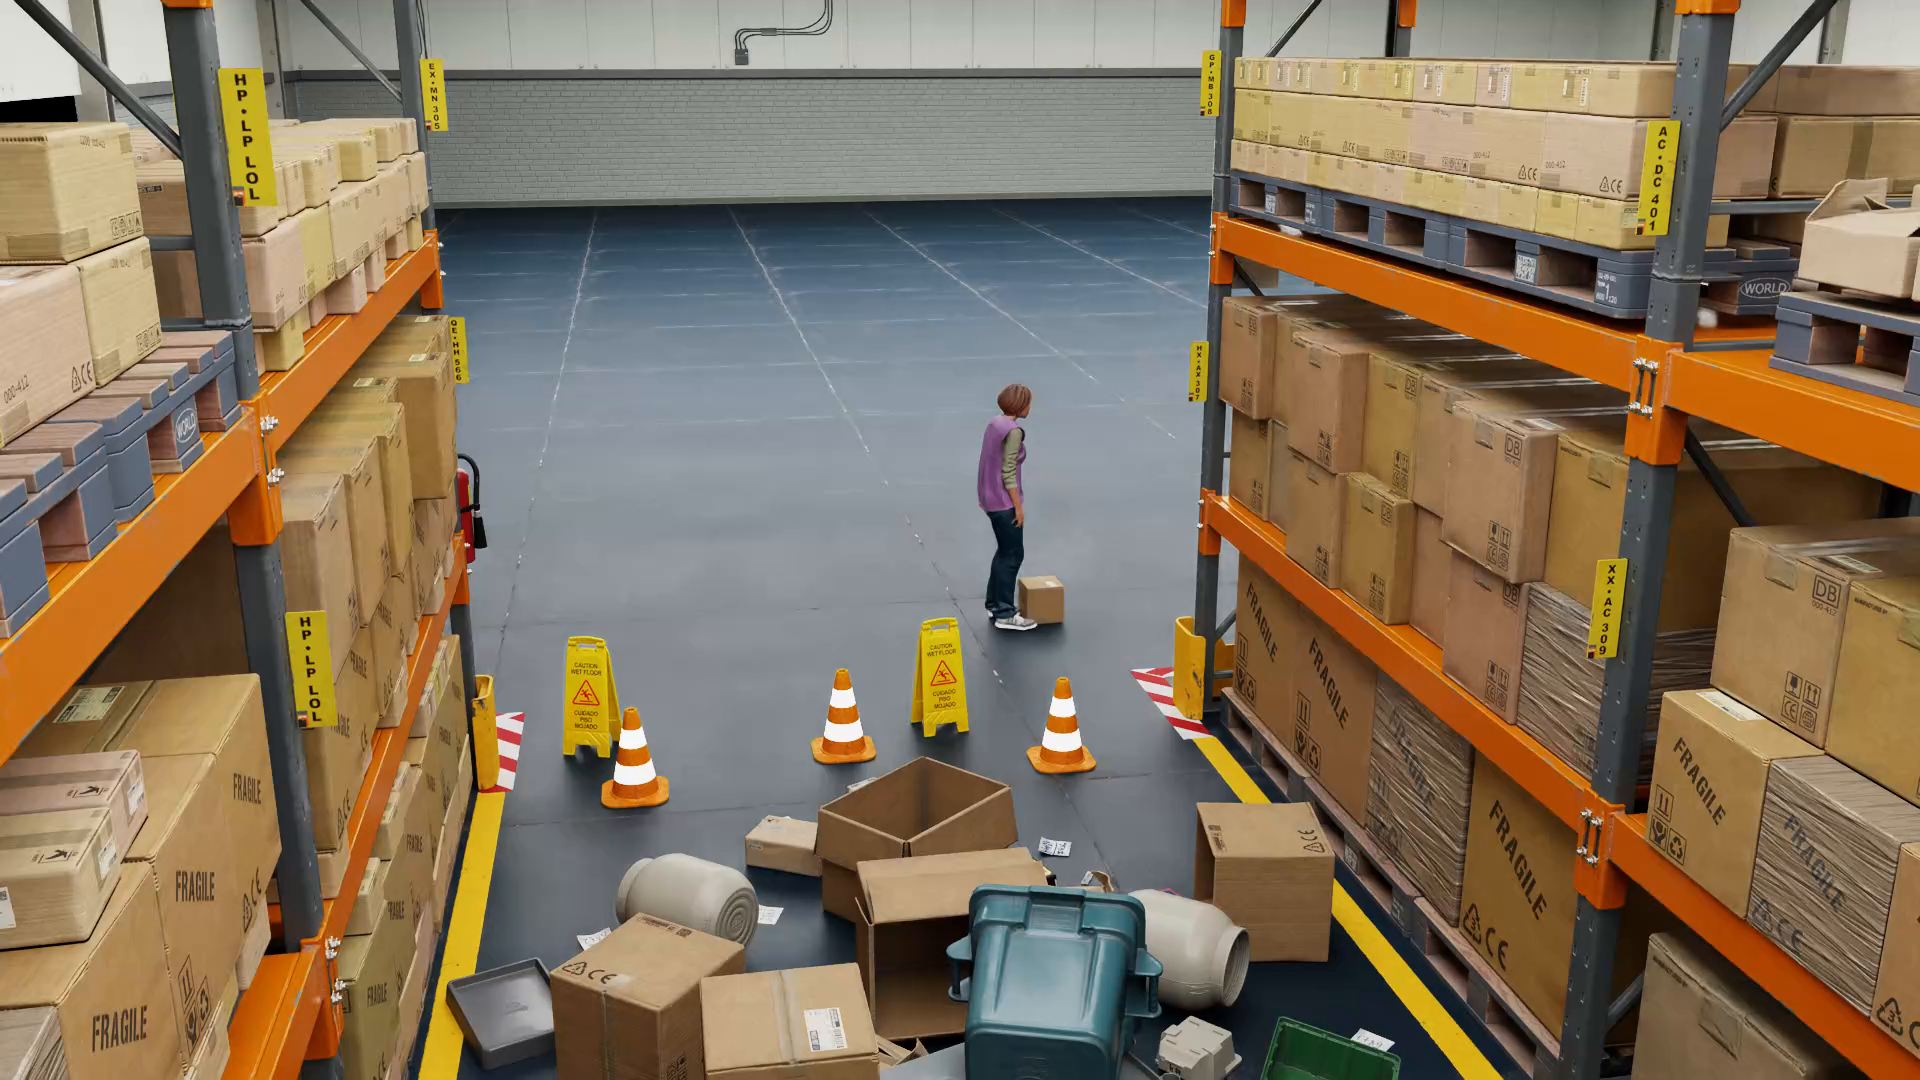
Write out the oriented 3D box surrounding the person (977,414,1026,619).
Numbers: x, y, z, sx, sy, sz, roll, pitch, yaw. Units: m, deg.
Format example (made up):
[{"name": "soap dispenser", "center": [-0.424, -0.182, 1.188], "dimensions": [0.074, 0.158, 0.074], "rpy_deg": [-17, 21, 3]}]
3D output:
[{"name": "person", "center": [0.270, -0.164, 10.845], "dimensions": [0.291, 1.326, 0.461], "rpy_deg": [-4, 17, -14]}]
